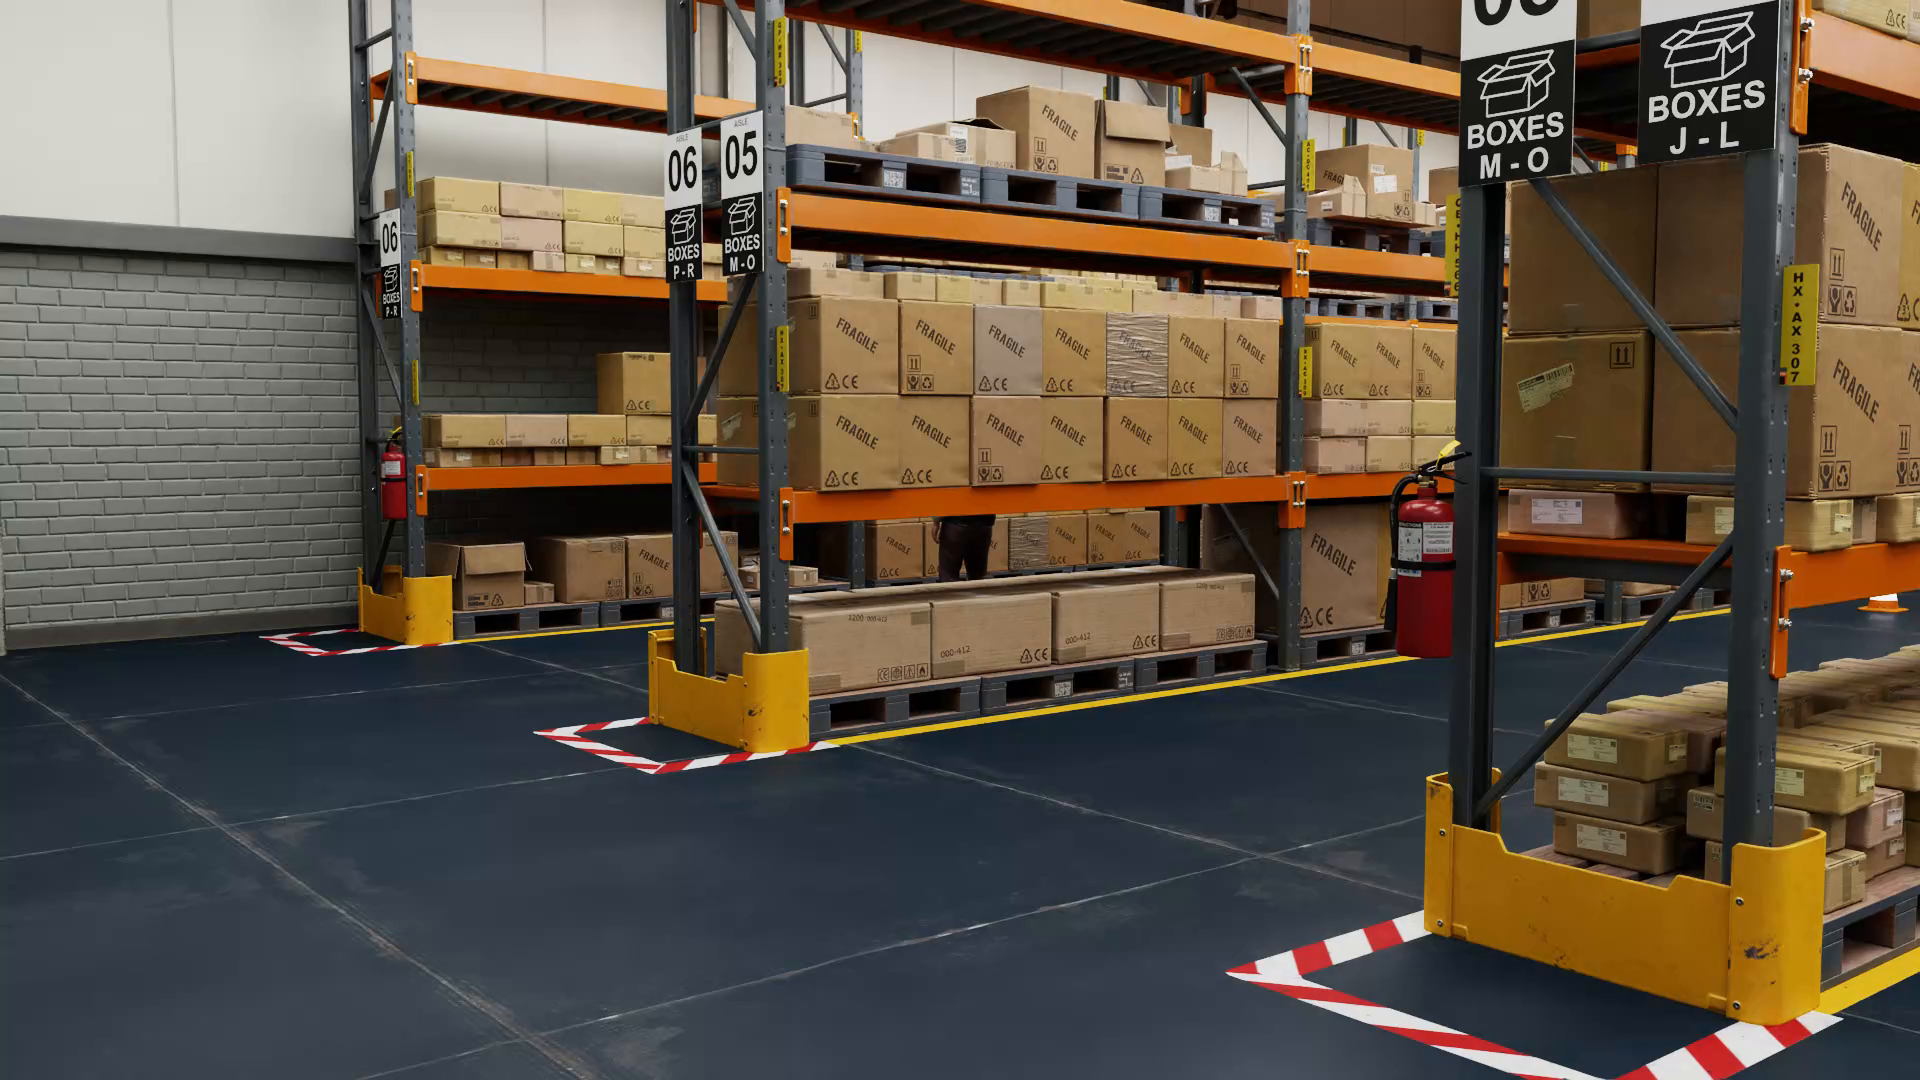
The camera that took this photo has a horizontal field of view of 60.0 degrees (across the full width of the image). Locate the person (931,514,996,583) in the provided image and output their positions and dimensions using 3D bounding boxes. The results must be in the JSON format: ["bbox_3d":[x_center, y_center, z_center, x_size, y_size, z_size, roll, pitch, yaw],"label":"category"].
[{"bbox_3d":[0.032,-0.109,12.602,0.580,1.722,0.460,-3,5,-39],"label":"person"}]
